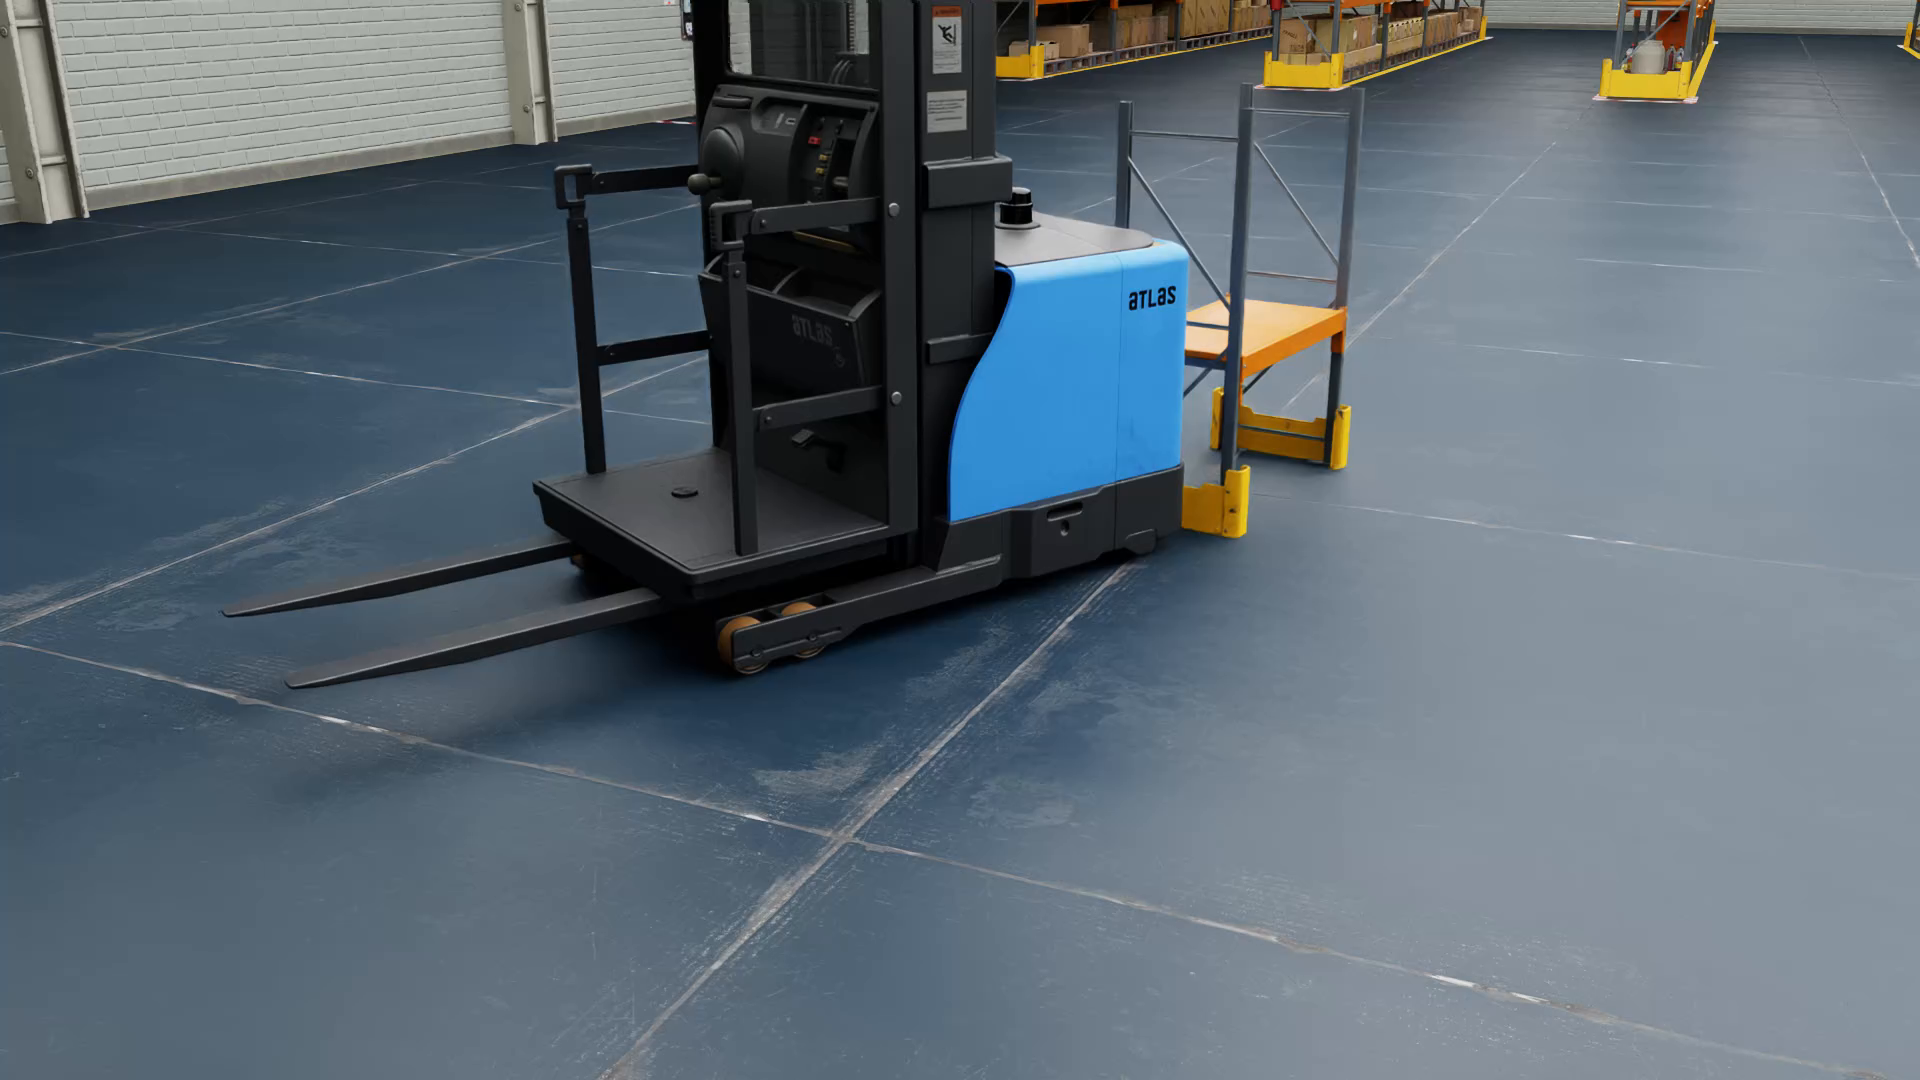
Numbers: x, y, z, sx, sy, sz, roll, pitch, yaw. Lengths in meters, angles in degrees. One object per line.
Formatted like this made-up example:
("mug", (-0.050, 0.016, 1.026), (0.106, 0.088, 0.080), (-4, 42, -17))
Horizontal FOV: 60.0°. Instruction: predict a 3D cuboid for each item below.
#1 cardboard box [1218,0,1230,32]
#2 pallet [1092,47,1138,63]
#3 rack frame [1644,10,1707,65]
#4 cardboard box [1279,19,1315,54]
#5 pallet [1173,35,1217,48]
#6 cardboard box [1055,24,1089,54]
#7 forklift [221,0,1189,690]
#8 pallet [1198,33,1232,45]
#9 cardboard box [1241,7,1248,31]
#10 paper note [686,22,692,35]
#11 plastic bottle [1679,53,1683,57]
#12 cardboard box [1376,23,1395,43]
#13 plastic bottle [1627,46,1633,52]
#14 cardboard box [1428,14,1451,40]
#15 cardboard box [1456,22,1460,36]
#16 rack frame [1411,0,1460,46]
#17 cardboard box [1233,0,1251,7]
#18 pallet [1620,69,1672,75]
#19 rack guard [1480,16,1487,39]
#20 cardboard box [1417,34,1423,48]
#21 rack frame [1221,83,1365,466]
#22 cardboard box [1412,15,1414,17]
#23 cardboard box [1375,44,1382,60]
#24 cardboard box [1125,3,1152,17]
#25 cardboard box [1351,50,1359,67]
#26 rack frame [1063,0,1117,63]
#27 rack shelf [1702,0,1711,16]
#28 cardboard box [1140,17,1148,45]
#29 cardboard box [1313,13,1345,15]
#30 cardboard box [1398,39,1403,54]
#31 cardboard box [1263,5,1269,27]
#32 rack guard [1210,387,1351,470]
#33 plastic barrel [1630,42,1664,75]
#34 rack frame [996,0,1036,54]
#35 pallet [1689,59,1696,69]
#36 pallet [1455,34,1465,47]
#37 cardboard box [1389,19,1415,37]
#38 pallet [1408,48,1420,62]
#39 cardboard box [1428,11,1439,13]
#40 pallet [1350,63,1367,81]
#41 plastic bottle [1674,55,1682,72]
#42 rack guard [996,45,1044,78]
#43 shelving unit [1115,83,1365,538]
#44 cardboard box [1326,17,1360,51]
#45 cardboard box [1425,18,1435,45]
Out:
("cardboard box", (5.534, -11.739, 37.083), (0.750, 0.750, 0.750), (9, 21, 23))
("pallet", (2.723, -9.250, 31.663), (1.003, 0.211, 1.213), (9, 21, 23))
("rack frame", (13.081, -10.189, 30.141), (1.000, 3.000, 0.127), (9, 21, 23))
("cardboard box", (5.236, -7.884, 26.020), (0.500, 0.500, 0.500), (9, 21, 23))
("pallet", (4.936, -10.836, 36.125), (1.003, 0.211, 1.213), (9, 21, 23))
("cardboard box", (2.017, -9.032, 29.963), (0.500, 0.500, 0.500), (7, 21, 19))
("forklift", (-0.700, -1.188, 4.936), (3.031, 2.935, 1.130), (-14, 24, -35))
("pallet", (5.434, -11.211, 37.177), (1.003, 0.211, 1.213), (9, 21, 23))
("cardboard box", (6.290, -12.159, 38.784), (0.700, 0.500, 0.500), (8, 21, 22))
("paper note", (-3.374, -6.391, 20.778), (0.016, 0.148, 0.142), (9, 21, 23))
("plastic bottle", (11.014, -7.312, 25.467), (0.097, 0.271, 0.097), (0, 20, 0))
("cardboard box", (7.323, -8.905, 29.173), (0.500, 0.311, 0.500), (9, 21, 23))
("plastic bottle", (10.407, -7.491, 25.852), (0.144, 0.351, 0.185), (10, 22, 25))
("cardboard box", (9.846, -10.628, 34.452), (0.500, 0.500, 0.500), (9, 21, 23))
("cardboard box", (10.571, -11.131, 36.148), (0.500, 0.311, 0.500), (9, 21, 23))
("rack frame", (10.202, -12.092, 35.494), (1.000, 3.000, 0.127), (9, 21, 23))
("cardboard box", (6.601, -12.550, 38.918), (0.380, 0.149, 0.250), (8, 21, 21))
("pallet", (10.632, -7.078, 25.557), (1.003, 0.211, 1.213), (9, 21, 23))
("rack guard", (11.809, -12.114, 39.286), (1.175, 0.500, 0.348), (9, 21, 23))
("cardboard box", (8.571, -9.578, 31.900), (0.500, 0.250, 0.500), (9, 22, 24))
("rack frame", (1.326, -1.056, 6.700), (0.500, 1.500, 0.032), (12, 23, 31))
("cardboard box", (8.945, -10.375, 33.740), (0.500, 0.500, 0.500), (8, 21, 21))
("cardboard box", (6.935, -8.377, 28.525), (0.500, 0.250, 0.500), (9, 21, 23))
("cardboard box", (3.505, -10.538, 33.079), (0.500, 0.250, 0.500), (9, 21, 24))
("cardboard box", (6.117, -7.766, 26.806), (0.500, 0.250, 0.500), (9, 21, 23))
("rack frame", (2.405, -10.325, 30.526), (1.000, 3.000, 0.127), (9, 21, 23))
("rack shelf", (12.262, -9.238, 28.543), (1.077, 0.370, 4.000), (9, 21, 23))
("cardboard box", (3.301, -10.053, 32.834), (0.700, 0.500, 0.500), (8, 21, 22))
("cardboard box", (6.253, -8.650, 28.172), (0.500, 0.500, 0.500), (9, 21, 23))
("cardboard box", (7.737, -8.953, 30.144), (0.500, 0.250, 0.500), (8, 21, 21))
("cardboard box", (7.124, -12.786, 40.549), (0.700, 0.500, 0.500), (9, 21, 23))
("rack guard", (1.325, -0.467, 6.908), (0.587, 0.250, 0.087), (12, 23, 31))
("plastic barrel", (10.005, -6.980, 24.207), (0.421, 0.512, 0.421), (0, 20, 0))
("rack frame", (0.767, -9.102, 27.087), (1.000, 3.000, 0.127), (9, 21, 23))
("pallet", (12.228, -8.272, 28.913), (1.003, 0.211, 1.213), (9, 21, 23))
("pallet", (10.484, -10.988, 36.551), (1.003, 0.211, 1.213), (9, 21, 23))
("cardboard box", (8.158, -9.528, 30.925), (0.500, 0.311, 0.500), (8, 21, 22))
("pallet", (8.191, -9.309, 31.830), (1.003, 0.211, 1.213), (9, 21, 23))
("cardboard box", (10.176, -11.335, 36.438), (0.500, 0.500, 0.500), (9, 21, 23))
("pallet", (6.064, -7.721, 27.365), (1.003, 0.211, 1.213), (9, 21, 23))
("plastic bottle", (10.832, -7.176, 25.087), (0.097, 0.271, 0.097), (0, 20, 0))
("rack guard", (0.798, -7.948, 27.571), (1.175, 0.500, 0.348), (9, 21, 23))
("shelving unit", (1.052, -0.916, 6.307), (0.587, 1.500, 1.083), (12, 23, 31))
("cardboard box", (6.107, -8.121, 26.684), (0.500, 0.500, 0.500), (9, 21, 23))
("cardboard box", (9.011, -9.999, 32.682), (0.500, 0.500, 0.500), (10, 22, 25))
